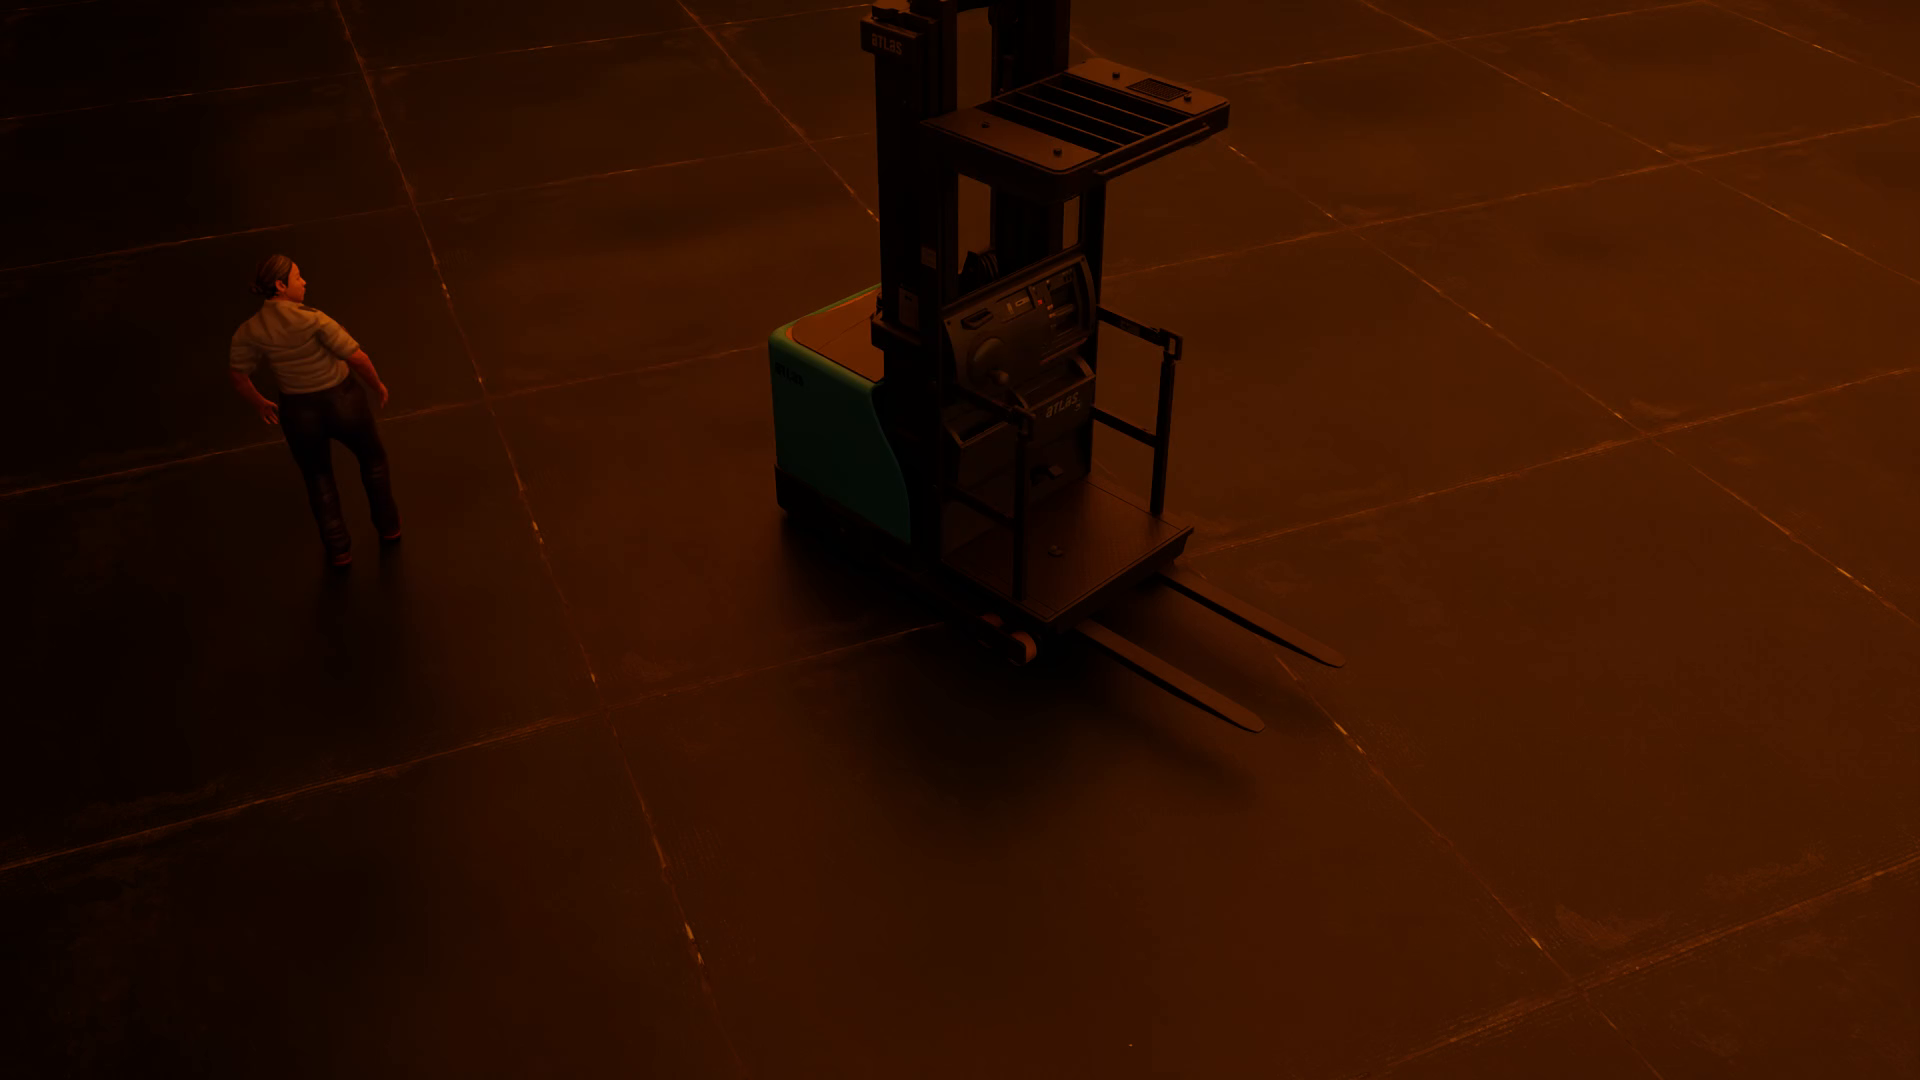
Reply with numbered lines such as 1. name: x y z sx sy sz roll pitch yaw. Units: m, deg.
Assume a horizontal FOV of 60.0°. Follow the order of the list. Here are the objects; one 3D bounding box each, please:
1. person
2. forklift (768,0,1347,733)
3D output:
1. person: -3.146 -0.651 8.145 0.680 1.629 0.485 -7 36 -9
2. forklift: 0.432 -0.946 7.429 3.031 2.935 1.130 30 45 35
